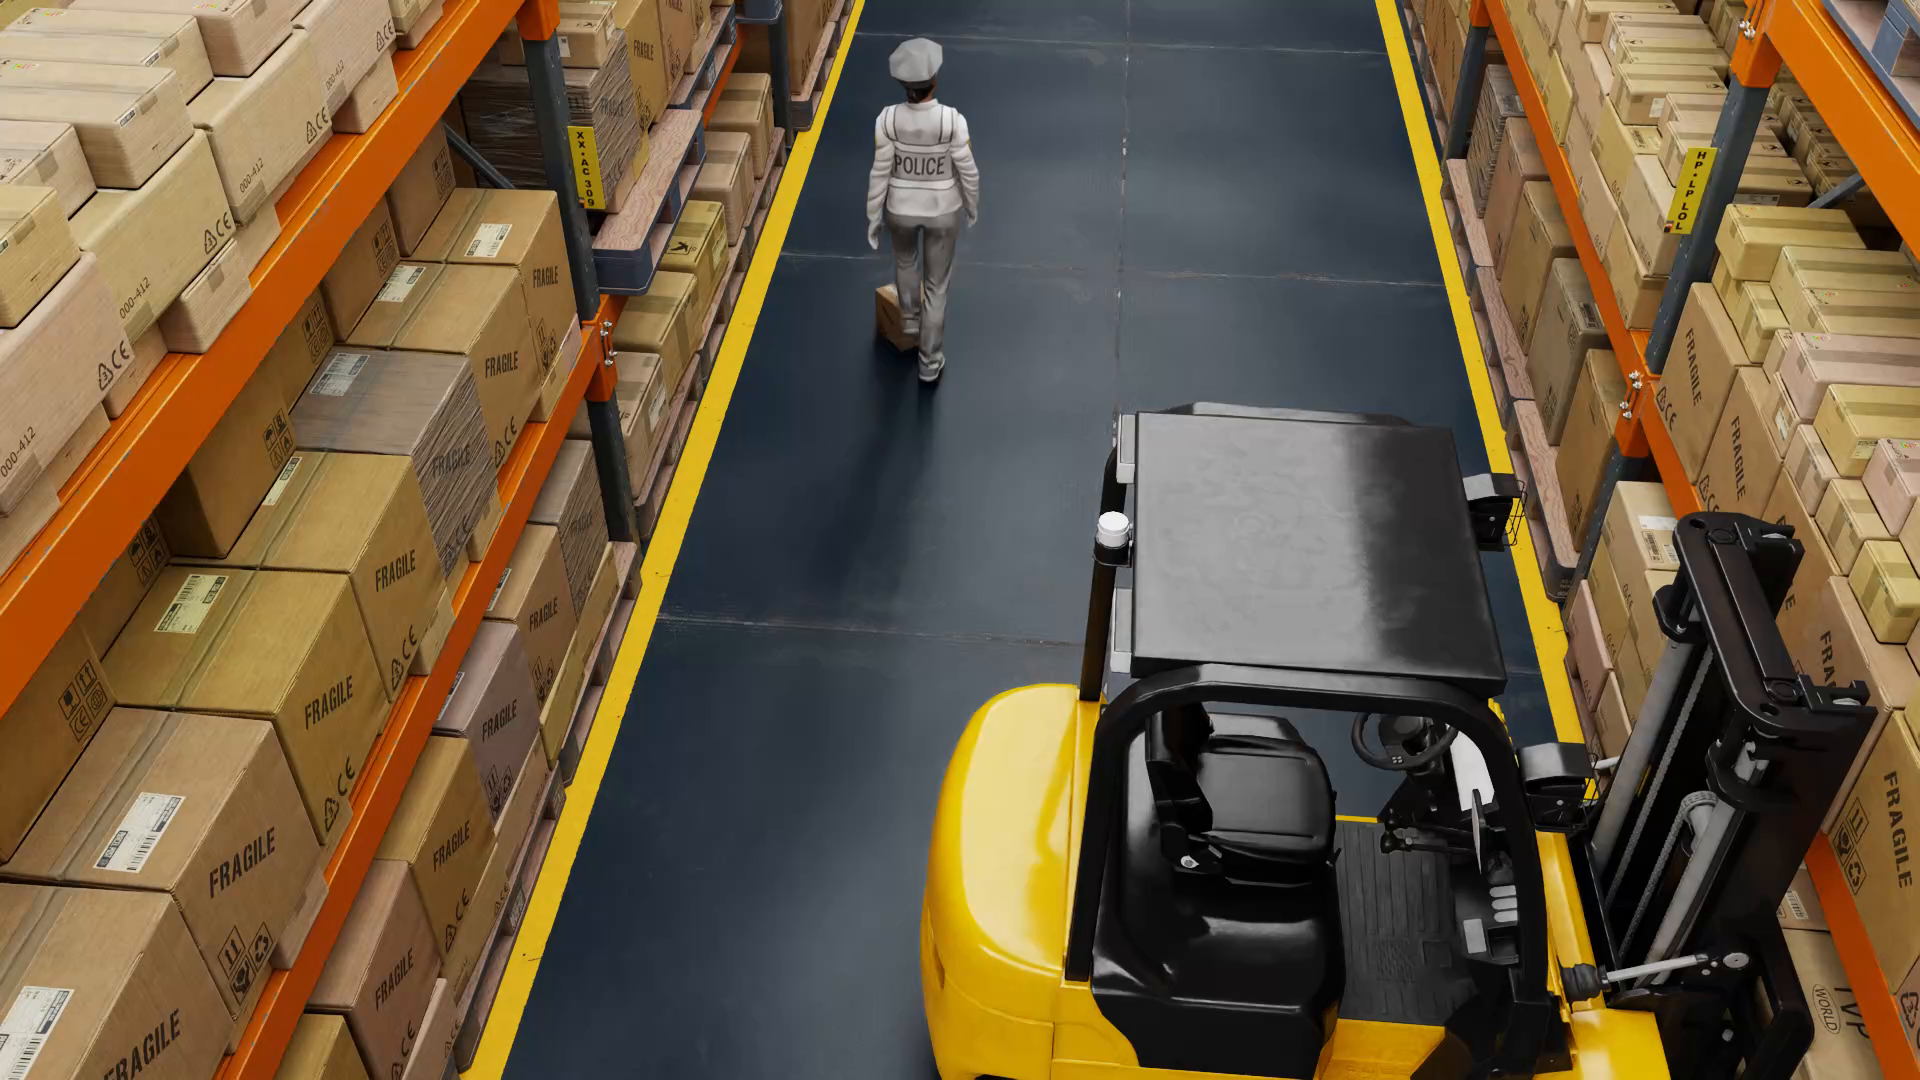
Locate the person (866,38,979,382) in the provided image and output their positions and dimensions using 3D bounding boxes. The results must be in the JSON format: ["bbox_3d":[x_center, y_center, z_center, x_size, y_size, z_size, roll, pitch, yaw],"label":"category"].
[{"bbox_3d":[-0.168,-1.559,7.988,0.521,1.746,0.549,6,41,7],"label":"person"}]
